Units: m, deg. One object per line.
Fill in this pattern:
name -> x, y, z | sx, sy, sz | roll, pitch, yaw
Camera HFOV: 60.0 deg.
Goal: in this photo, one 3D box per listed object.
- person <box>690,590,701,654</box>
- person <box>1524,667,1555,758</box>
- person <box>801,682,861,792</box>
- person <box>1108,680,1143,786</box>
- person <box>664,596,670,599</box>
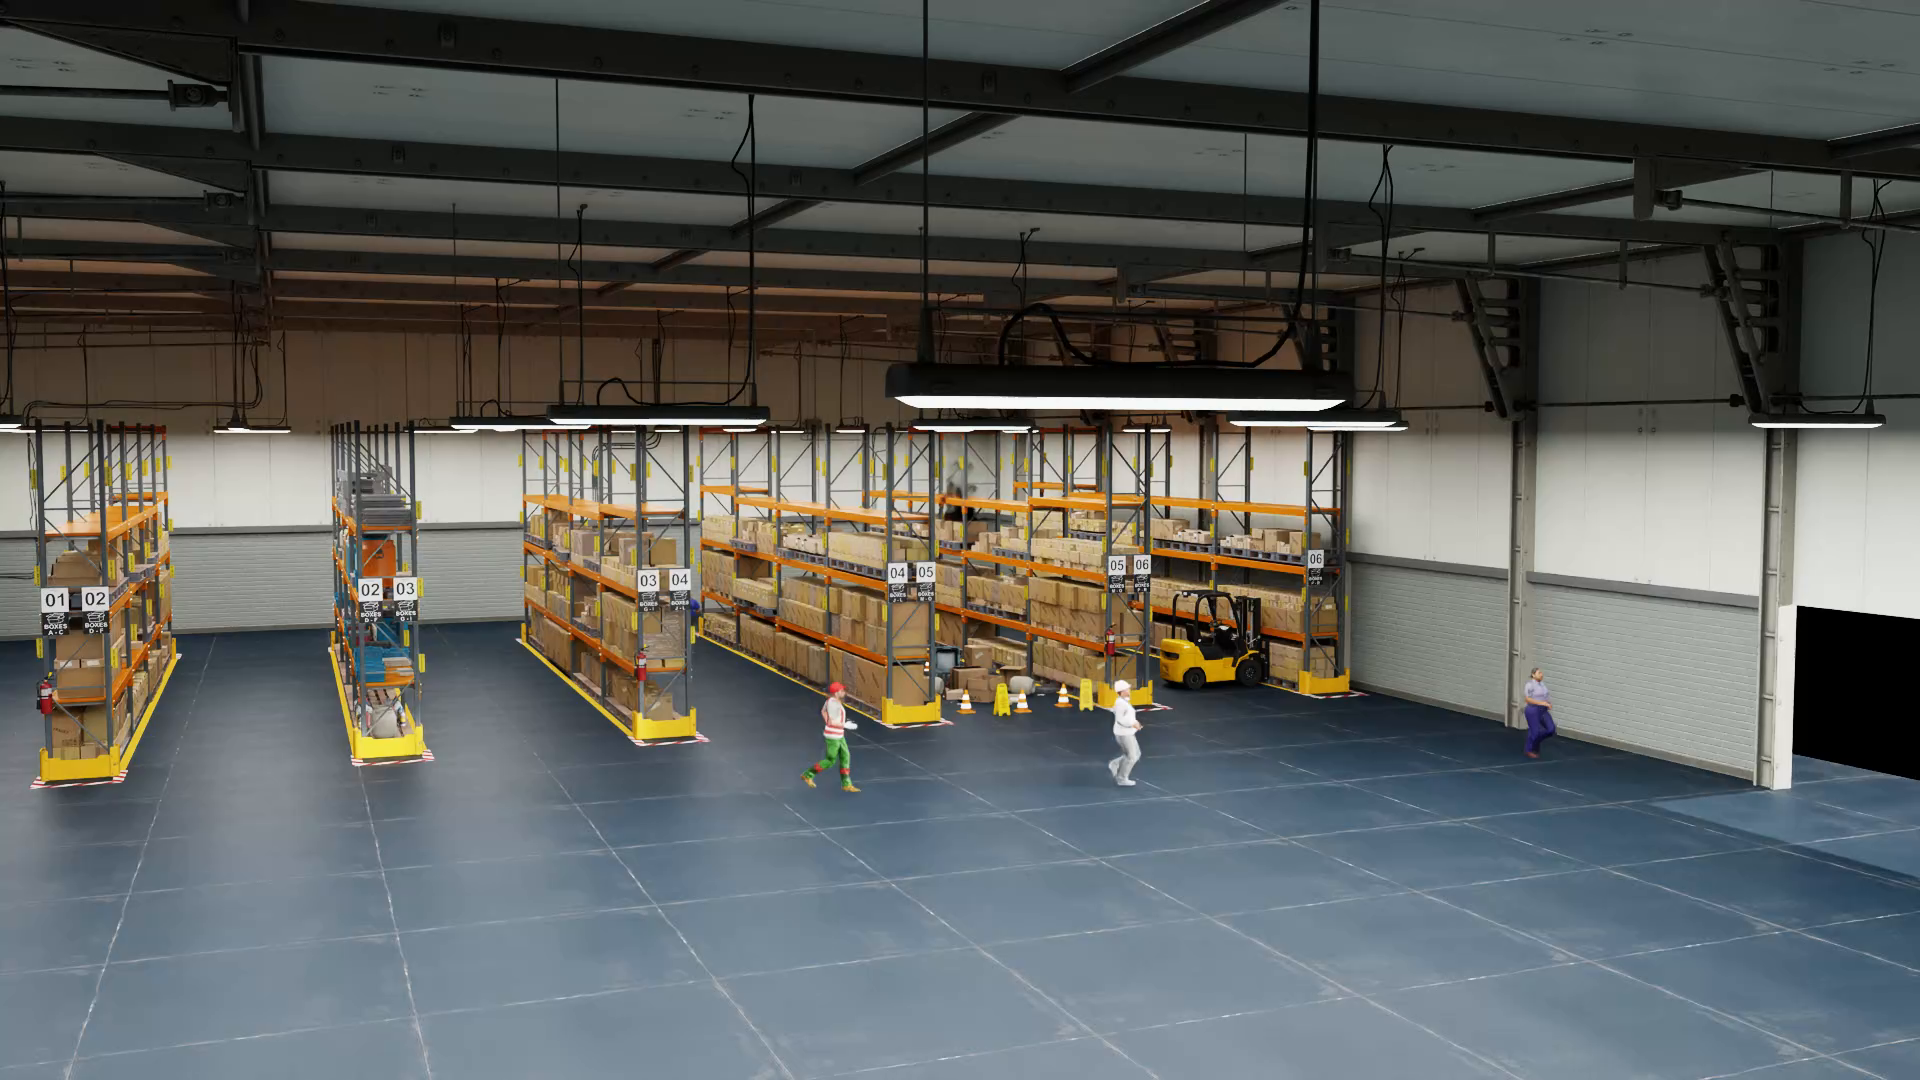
person -> -7.136, 2.141, 43.916 | 0.581, 1.634, 0.931 | -1, 4, -23
person -> 10.302, 3.071, 29.554 | 0.595, 1.609, 0.555 | -2, 4, -31
person -> -2.072, 3.163, 26.654 | 0.953, 1.783, 0.636 | 0, 4, 0
person -> 2.715, 3.156, 27.217 | 0.601, 1.723, 0.655 | 1, 4, 11
person -> -8.445, 1.892, 46.887 | 0.698, 1.771, 0.928 | 0, 4, -5
